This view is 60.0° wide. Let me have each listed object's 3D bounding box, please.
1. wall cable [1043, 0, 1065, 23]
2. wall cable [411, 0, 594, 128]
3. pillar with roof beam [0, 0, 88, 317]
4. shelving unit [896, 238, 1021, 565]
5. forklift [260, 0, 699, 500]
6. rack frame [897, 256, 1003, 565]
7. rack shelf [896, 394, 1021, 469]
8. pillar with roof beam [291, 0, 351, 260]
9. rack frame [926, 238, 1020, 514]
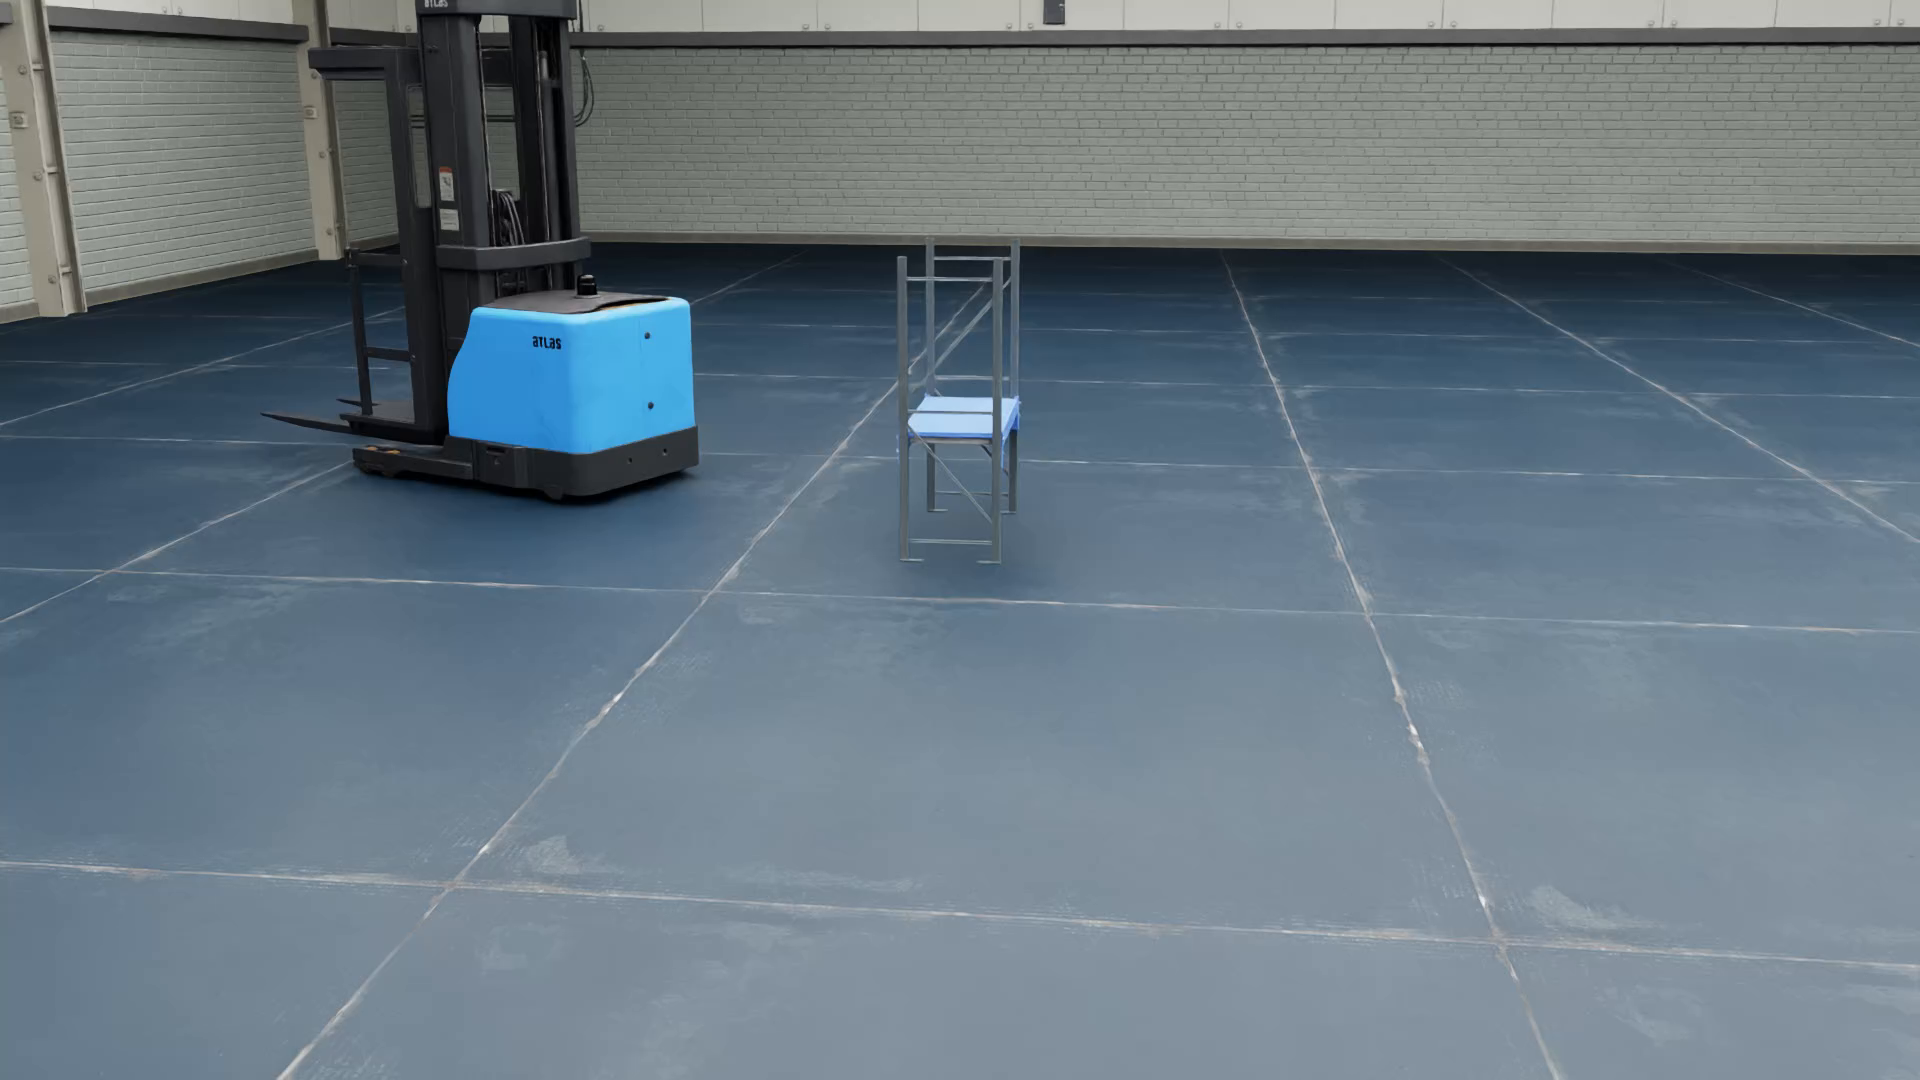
[{"bbox_3d":[2.355,-10.351,23.186,2.305,6.003,0.169,2,15,6],"label":"wall cable"},{"bbox_3d":[-7.076,-7.494,25.084,3.097,2.526,0.112,2,15,6],"label":"wall cable"},{"bbox_3d":[-5.121,-6.584,15.773,9.100,9.000,0.400,2,15,6],"label":"pillar with roof beam"},{"bbox_3d":[0.010,-0.746,8.548,0.538,1.500,1.048,2,15,6],"label":"shelving unit"},{"bbox_3d":[-3.114,-1.902,10.081,3.031,2.935,1.130,9,17,30],"label":"forklift"},{"bbox_3d":[-0.048,-0.614,8.061,0.500,1.500,0.032,2,15,6],"label":"rack frame"},{"bbox_3d":[0.010,-0.572,8.595,0.538,0.185,1.000,2,15,6],"label":"rack shelf"},{"bbox_3d":[-4.444,-8.141,21.528,9.100,9.000,0.400,2,15,6],"label":"pillar with roof beam"},{"bbox_3d":[0.067,-0.878,9.036,0.500,1.500,0.032,2,15,6],"label":"rack frame"}]
